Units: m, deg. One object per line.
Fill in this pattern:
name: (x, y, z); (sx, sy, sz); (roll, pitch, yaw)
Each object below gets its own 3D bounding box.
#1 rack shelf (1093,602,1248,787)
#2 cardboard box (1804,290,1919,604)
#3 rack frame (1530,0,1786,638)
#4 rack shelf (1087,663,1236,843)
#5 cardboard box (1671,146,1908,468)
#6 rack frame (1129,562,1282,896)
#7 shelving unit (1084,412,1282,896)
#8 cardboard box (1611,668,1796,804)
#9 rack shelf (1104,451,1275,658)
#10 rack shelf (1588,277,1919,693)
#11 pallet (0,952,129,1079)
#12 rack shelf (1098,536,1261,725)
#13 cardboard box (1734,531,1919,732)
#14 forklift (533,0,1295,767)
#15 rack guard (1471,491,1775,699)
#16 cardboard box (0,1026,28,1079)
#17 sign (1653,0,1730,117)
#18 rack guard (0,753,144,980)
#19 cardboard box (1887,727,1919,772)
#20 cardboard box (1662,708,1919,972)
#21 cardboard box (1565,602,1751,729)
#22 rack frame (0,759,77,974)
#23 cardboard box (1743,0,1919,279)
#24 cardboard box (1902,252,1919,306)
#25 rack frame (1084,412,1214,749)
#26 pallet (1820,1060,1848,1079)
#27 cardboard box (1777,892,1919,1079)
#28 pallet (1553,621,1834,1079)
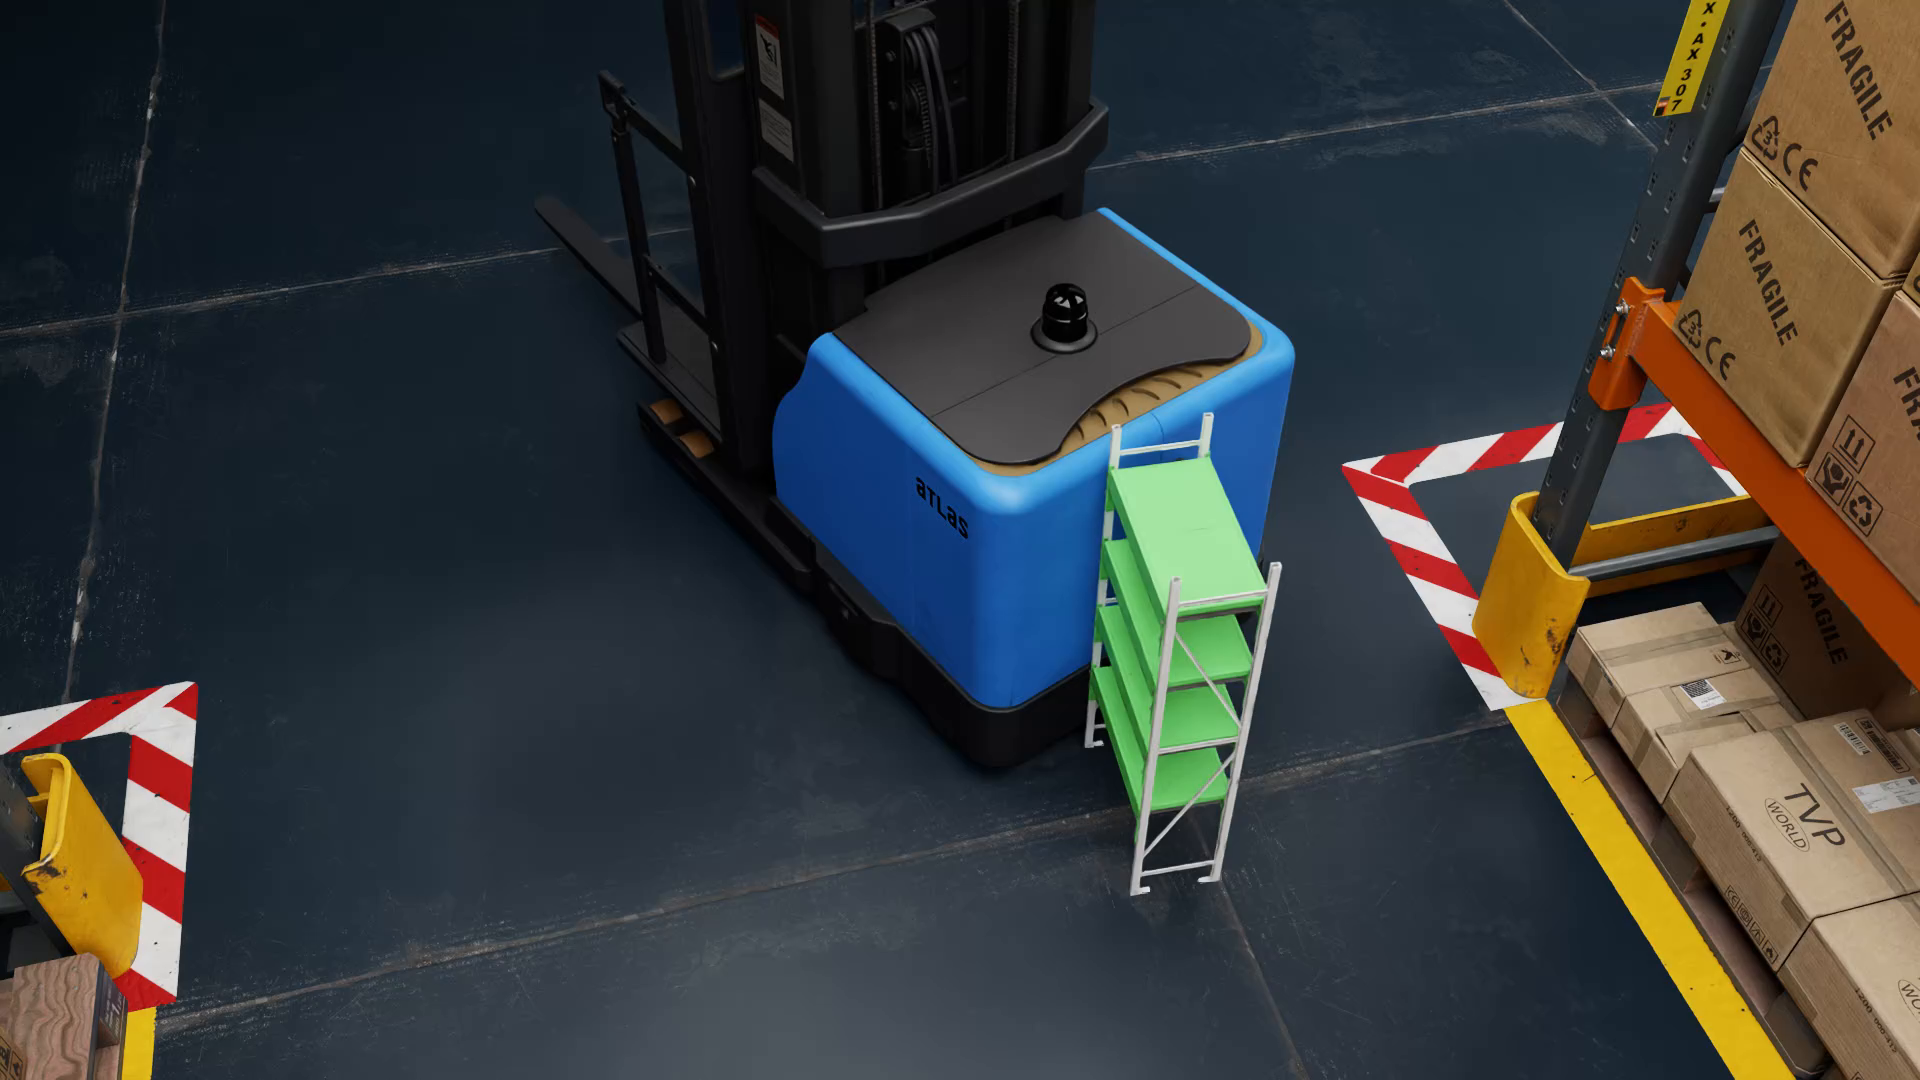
rack shelf: (0.515, 0.361, 4.146); (0.258, 0.148, 0.480); (-8, 46, -8)
cardboard box: (2.107, -0.184, 3.260); (0.500, 0.500, 0.500); (-11, 47, -11)
rack frame: (2.111, -0.859, 3.991); (1.000, 3.000, 0.127); (-11, 47, -10)
rack shelf: (0.515, 0.529, 4.317); (0.258, 0.148, 0.480); (-8, 46, -8)
cardboard box: (1.970, -0.539, 3.608); (0.500, 0.500, 0.500); (-10, 46, -9)
rack frame: (0.562, 0.487, 3.932); (0.240, 1.200, 0.015); (-8, 46, -8)
shelving unit: (0.515, 0.316, 4.100); (0.258, 1.200, 0.503); (-8, 46, -8)
cardboard box: (1.950, 0.504, 4.332); (0.380, 0.166, 0.250); (-11, 47, -10)
rack shelf: (0.515, 0.025, 3.803); (0.258, 0.148, 0.480); (-8, 46, -8)
rack shelf: (2.623, 0.774, 2.895); (1.077, 0.370, 4.000); (-11, 47, -10)
pallet: (-2.396, 1.563, 3.570); (1.003, 0.211, 1.213); (-11, 47, -10)
rack shelf: (0.515, 0.193, 3.974); (0.258, 0.148, 0.480); (-8, 46, -8)
cardboard box: (2.489, 0.193, 4.403); (0.500, 0.500, 0.500); (-11, 47, -10)
forklift: (-0.409, -1.412, 4.582); (1.130, 2.935, 3.031); (-28, 52, -25)
rack guard: (2.131, 0.069, 4.833); (1.175, 0.500, 0.348); (-11, 47, -10)
cardboard box: (-2.400, 1.243, 3.388); (0.700, 0.500, 0.500); (-11, 47, -10)
sign: (1.587, -1.062, 3.585); (0.100, 0.325, 0.005); (-11, 47, -10)
rack guard: (-2.682, 0.908, 4.010); (1.175, 0.500, 0.348); (-11, 47, -10)
cardboard box: (2.505, 0.605, 4.232); (0.380, 0.166, 0.250); (-11, 47, -10)
cardboard box: (2.104, 0.722, 4.059); (0.500, 0.250, 0.500); (-11, 47, -10)
cardboard box: (1.886, 0.337, 4.507); (0.380, 0.149, 0.250); (-11, 47, -10)
rack frame: (-2.676, 0.050, 3.101); (1.000, 3.000, 0.127); (-11, 47, -10)
cardboard box: (1.970, -0.889, 3.251); (0.500, 0.500, 0.500); (-9, 46, -9)
cardboard box: (2.111, -0.530, 2.899); (0.500, 0.500, 0.500); (-10, 46, -10)
rack frame: (0.468, 0.145, 4.268); (0.240, 1.200, 0.015); (-8, 46, -8)
pallet: (2.645, 1.561, 3.573); (1.003, 0.211, 1.213); (-11, 47, -10)
cardboard box: (2.232, 1.067, 3.721); (0.500, 0.250, 0.500); (-11, 47, -10)
pallet: (2.336, 0.720, 4.397); (1.003, 0.211, 1.213); (-11, 47, -10)
